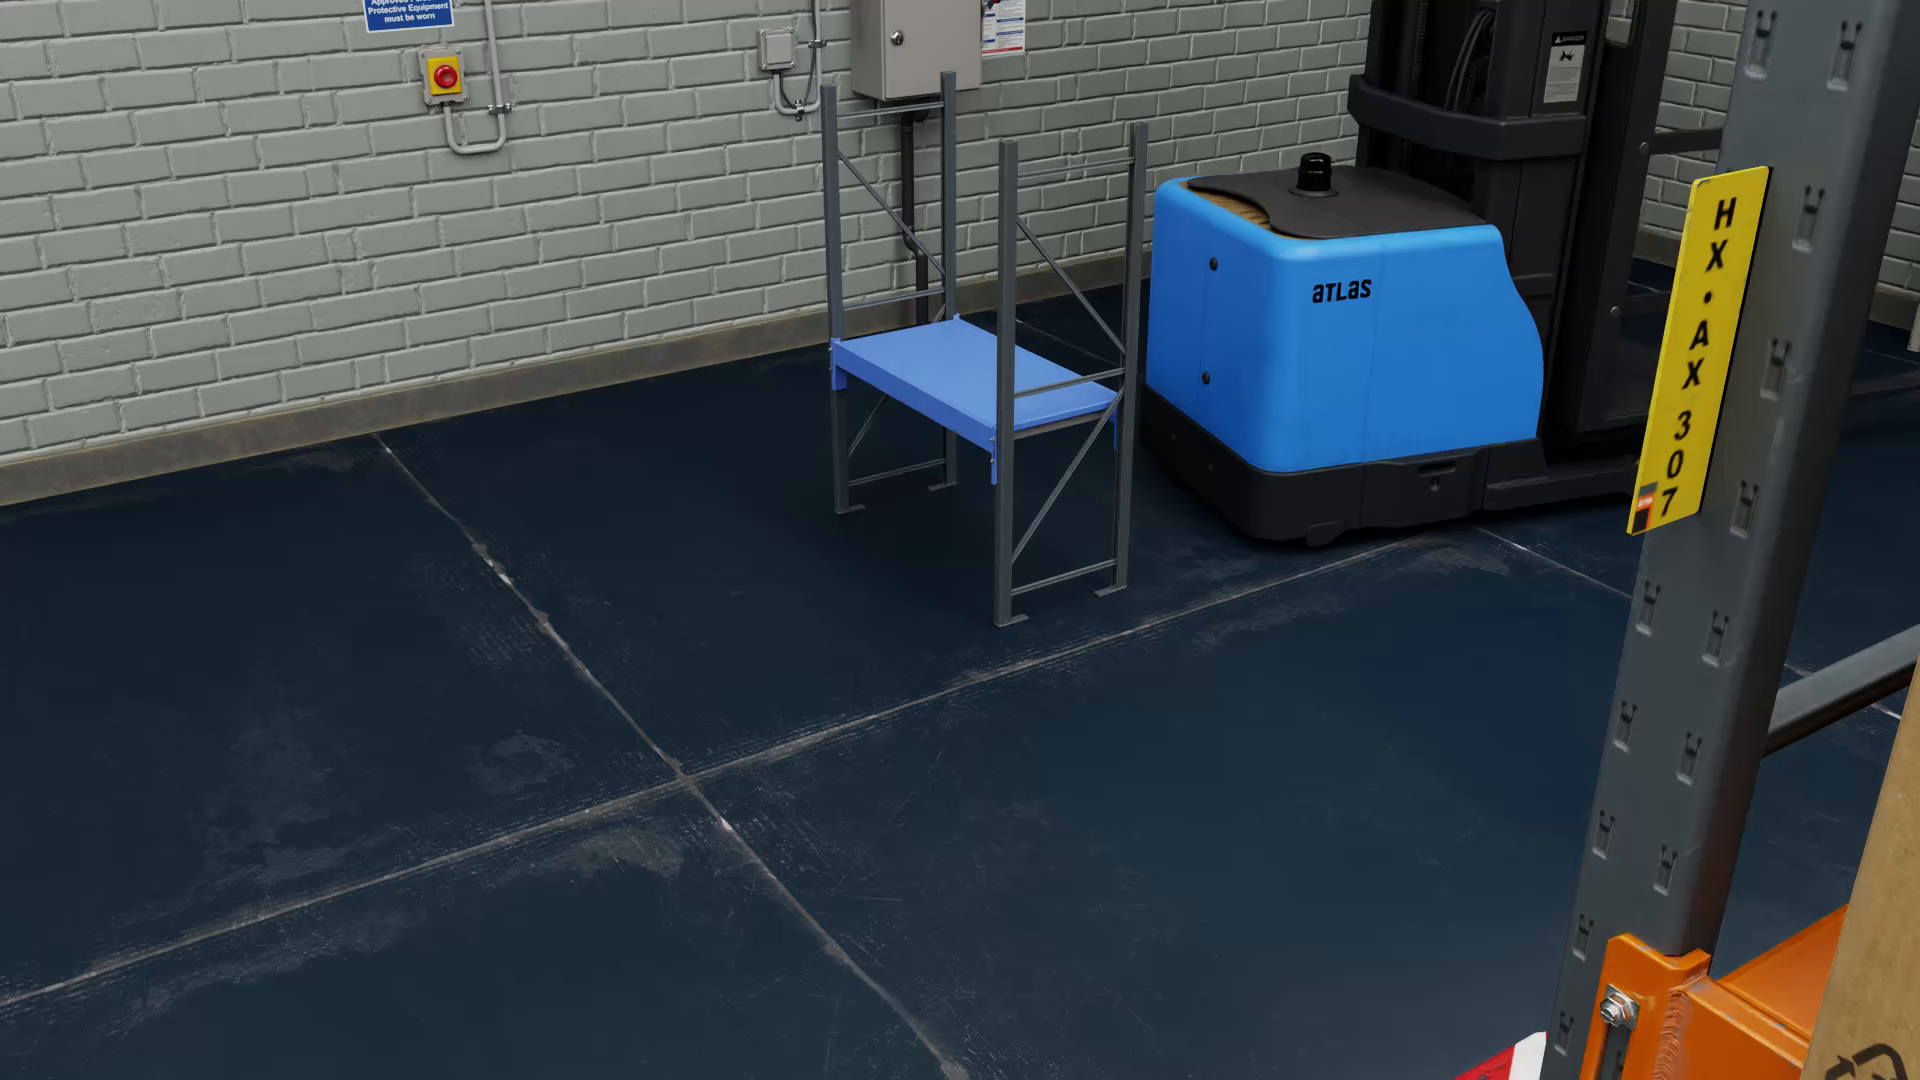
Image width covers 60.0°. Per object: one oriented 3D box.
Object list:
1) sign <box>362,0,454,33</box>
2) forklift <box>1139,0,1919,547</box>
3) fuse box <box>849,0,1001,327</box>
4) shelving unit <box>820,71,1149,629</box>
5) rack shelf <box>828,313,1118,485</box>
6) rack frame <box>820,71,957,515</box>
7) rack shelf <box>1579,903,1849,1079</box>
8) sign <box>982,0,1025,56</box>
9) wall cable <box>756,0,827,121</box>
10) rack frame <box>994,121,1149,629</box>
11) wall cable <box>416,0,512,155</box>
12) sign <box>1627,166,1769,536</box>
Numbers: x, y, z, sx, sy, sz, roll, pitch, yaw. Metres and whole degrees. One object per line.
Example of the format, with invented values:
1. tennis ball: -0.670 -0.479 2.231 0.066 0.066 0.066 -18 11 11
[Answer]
1. sign: -2.051 -2.007 6.171 0.327 0.218 0.001 -16 29 -30
2. forklift: 2.260 -1.666 5.846 3.031 2.935 1.130 -8 27 -17
3. fuse box: -0.138 -1.729 7.407 0.539 1.711 0.414 -16 29 -30
4. shelving unit: 0.047 -0.648 5.365 0.538 1.500 1.048 -16 29 -30
5. rack shelf: 0.047 -0.485 5.442 0.538 0.185 1.000 -16 29 -30
6. rack frame: -0.231 -0.830 5.750 0.500 1.500 0.032 -16 29 -30
7. rack shelf: 2.212 1.178 0.583 1.077 0.370 4.000 -16 29 -30
8. sign: 0.163 -2.457 7.553 0.329 0.494 0.001 -16 29 -30
9. wall cable: -0.795 -2.668 6.698 0.588 1.984 0.122 -16 29 -30
10. rack frame: 0.324 -0.466 4.980 0.500 1.500 0.032 -16 29 -30
11. wall cable: -1.977 -2.348 5.982 0.585 1.953 0.123 -16 29 -30
12. sign: 0.652 -0.163 1.474 0.100 0.325 0.005 -16 29 -30
